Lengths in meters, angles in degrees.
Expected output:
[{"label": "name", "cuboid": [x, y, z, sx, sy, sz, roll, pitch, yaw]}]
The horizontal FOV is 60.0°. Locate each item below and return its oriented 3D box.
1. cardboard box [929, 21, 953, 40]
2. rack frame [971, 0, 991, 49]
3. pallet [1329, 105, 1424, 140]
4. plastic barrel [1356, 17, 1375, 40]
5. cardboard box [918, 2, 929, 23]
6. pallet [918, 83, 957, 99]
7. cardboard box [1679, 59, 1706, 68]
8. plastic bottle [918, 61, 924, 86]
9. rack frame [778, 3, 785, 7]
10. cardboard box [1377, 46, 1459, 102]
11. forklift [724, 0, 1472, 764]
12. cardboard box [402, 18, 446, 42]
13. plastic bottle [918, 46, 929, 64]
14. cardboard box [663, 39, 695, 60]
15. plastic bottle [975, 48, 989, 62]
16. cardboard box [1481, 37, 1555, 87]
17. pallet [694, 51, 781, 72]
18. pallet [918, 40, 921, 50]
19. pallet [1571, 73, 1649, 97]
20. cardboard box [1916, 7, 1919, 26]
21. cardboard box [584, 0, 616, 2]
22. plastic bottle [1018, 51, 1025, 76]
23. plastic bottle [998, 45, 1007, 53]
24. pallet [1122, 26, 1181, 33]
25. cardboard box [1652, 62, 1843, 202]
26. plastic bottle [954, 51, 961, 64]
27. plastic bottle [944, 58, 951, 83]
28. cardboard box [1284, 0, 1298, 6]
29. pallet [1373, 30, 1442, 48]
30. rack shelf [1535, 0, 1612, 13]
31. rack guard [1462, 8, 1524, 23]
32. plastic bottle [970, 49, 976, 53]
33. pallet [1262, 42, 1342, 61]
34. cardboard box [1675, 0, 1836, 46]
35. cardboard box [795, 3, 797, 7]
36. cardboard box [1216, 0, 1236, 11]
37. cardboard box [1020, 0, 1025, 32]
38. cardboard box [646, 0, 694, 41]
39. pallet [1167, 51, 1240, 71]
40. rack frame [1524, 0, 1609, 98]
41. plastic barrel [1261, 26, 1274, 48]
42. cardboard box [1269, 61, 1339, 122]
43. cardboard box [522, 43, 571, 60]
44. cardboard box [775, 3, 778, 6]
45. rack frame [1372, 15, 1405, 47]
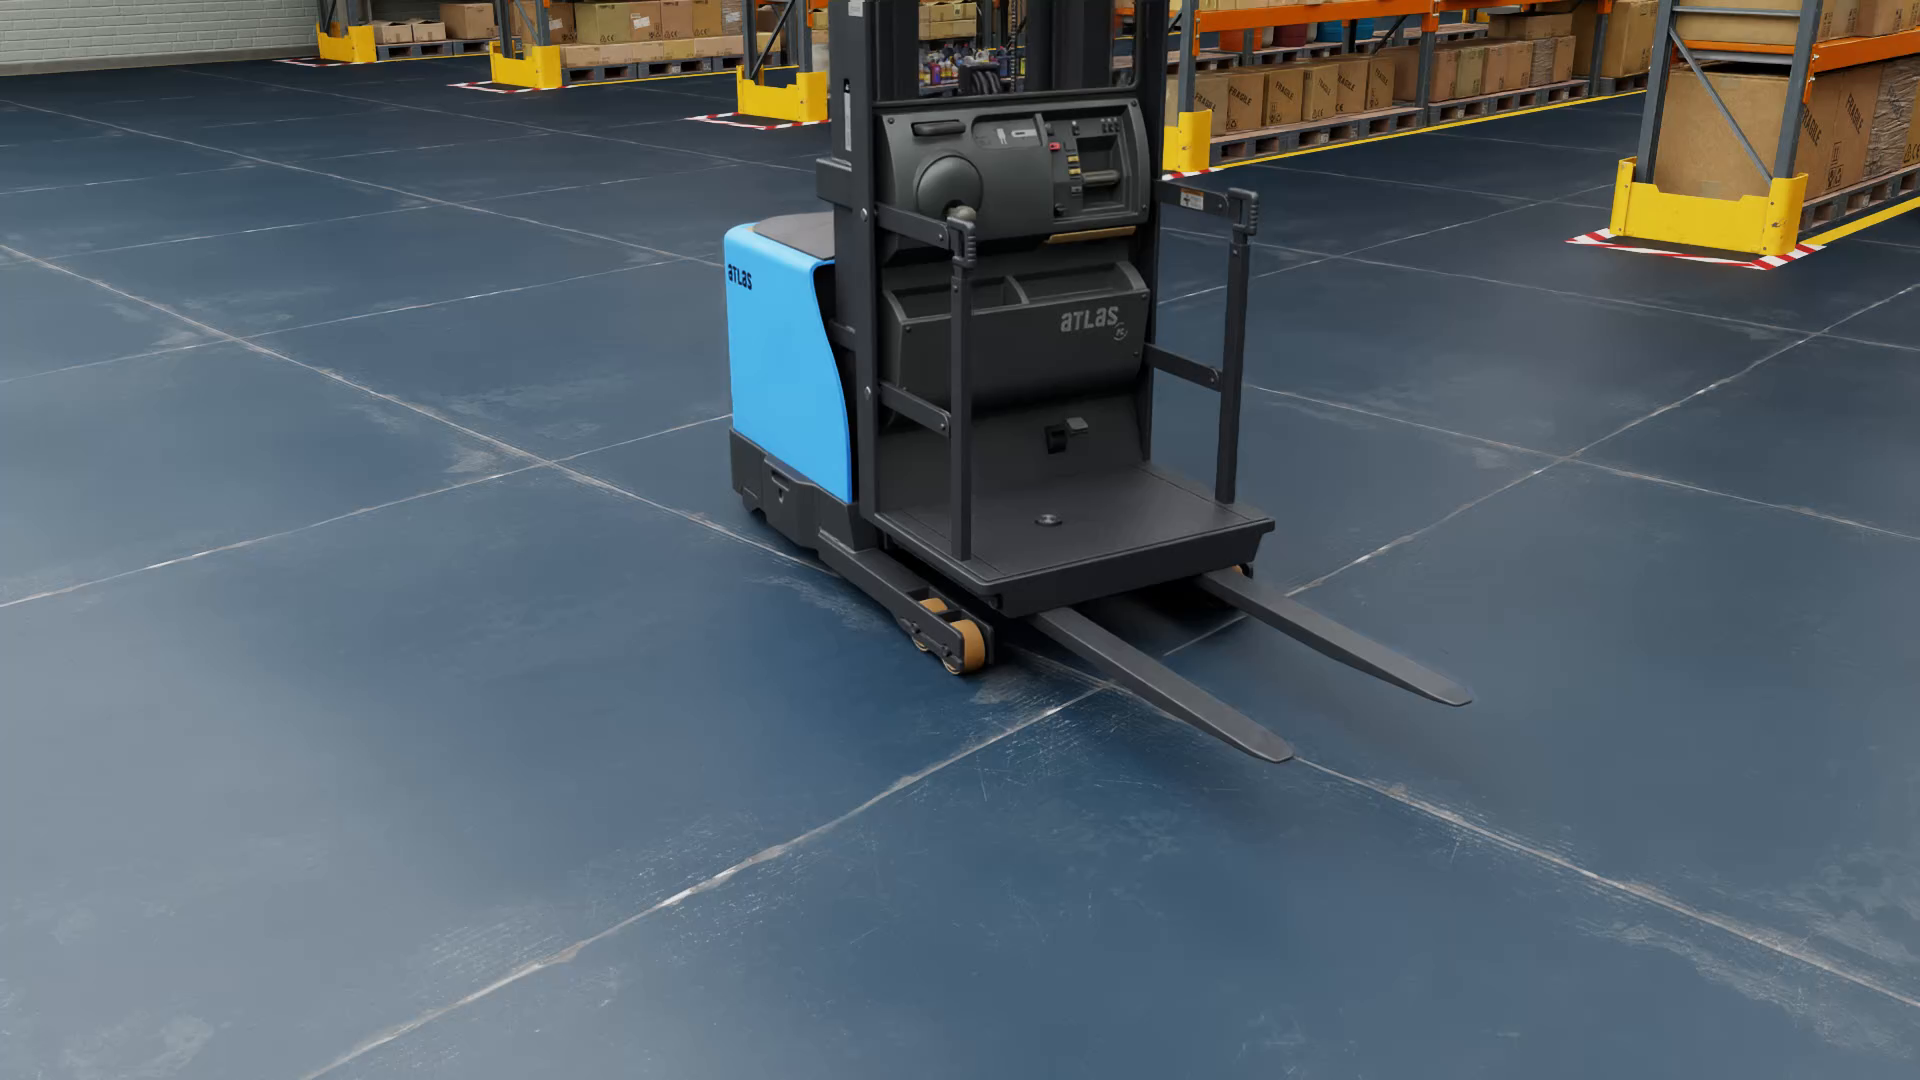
[{"label": "cardboard box", "cuboid": [-0.459, -7.842, 25.542, 0.500, 0.250, 0.500, 19, 28, 40]}, {"label": "rack frame", "cuboid": [0.091, -9.259, 25.982, 1.000, 3.000, 0.127, 19, 28, 41]}, {"label": "pallet", "cuboid": [3.952, -4.267, 16.882, 1.003, 0.211, 1.213, 19, 28, 41]}, {"label": "plastic barrel", "cuboid": [6.036, -8.127, 25.378, 0.600, 0.901, 0.708, 19, 28, 41]}, {"label": "cardboard box", "cuboid": [-0.810, -7.972, 25.101, 0.500, 0.311, 0.500, 19, 28, 40]}, {"label": "pallet", "cuboid": [-0.503, -5.211, 19.337, 1.003, 0.211, 1.213, 19, 28, 41]}, {"label": "cardboard box", "cuboid": [8.921, -6.611, 21.471, 1.225, 0.875, 0.875, 18, 27, 39]}, {"label": "plastic bottle", "cuboid": [-0.456, -5.281, 18.824, 0.097, 0.271, 0.097, 0, 21, 0]}, {"label": "rack frame", "cuboid": [-3.461, -10.498, 29.205, 1.000, 3.000, 0.127, 19, 28, 41]}, {"label": "cardboard box", "cuboid": [4.839, -4.941, 17.620, 0.700, 0.500, 0.500, 17, 27, 37]}, {"label": "forklift", "cuboid": [0.297, -1.149, 4.980, 1.130, 2.935, 3.031, -12, 24, -28]}, {"label": "cardboard box", "cuboid": [-8.097, -7.693, 25.044, 0.500, 0.311, 0.500, -17, 27, -38]}, {"label": "plastic bottle", "cuboid": [-0.442, -5.697, 19.795, 0.144, 0.351, 0.185, 19, 28, 40]}, {"label": "cardboard box", "cuboid": [-3.909, -6.582, 22.266, 0.500, 0.250, 0.500, 19, 28, 41]}, {"label": "plastic bottle", "cuboid": [0.245, -5.589, 19.513, 0.144, 0.351, 0.185, 19, 28, 40]}, {"label": "cardboard box", "cuboid": [6.355, -5.494, 19.058, 0.700, 0.500, 0.500, 16, 26, 36]}, {"label": "pallet", "cuboid": [-3.285, -6.735, 23.303, 1.003, 0.211, 1.213, 19, 28, 41]}, {"label": "pallet", "cuboid": [-1.363, -7.443, 25.145, 1.003, 0.211, 1.213, 19, 28, 41]}, {"label": "pallet", "cuboid": [7.790, -5.661, 20.507, 1.003, 0.211, 1.213, 19, 28, 41]}, {"label": "cardboard box", "cuboid": [6.801, -4.199, 12.608, 0.875, 0.550, 0.550, 19, 28, 41]}, {"label": "cardboard box", "cuboid": [-4.642, -6.938, 22.146, 0.500, 0.500, 0.500, 19, 28, 41]}, {"label": "plastic bottle", "cuboid": [0.747, -5.721, 19.951, 0.133, 0.283, 0.061, -18, 28, -39]}, {"label": "plastic bottle", "cuboid": [0.501, -5.757, 19.951, 0.144, 0.351, 0.185, 19, 28, 41]}, {"label": "pallet", "cuboid": [3.361, -9.161, 29.616, 1.003, 0.211, 1.213, 19, 28, 41]}, {"label": "cardboard box", "cuboid": [5.514, -2.850, 11.684, 0.875, 0.875, 0.875, 19, 28, 41]}, {"label": "plastic bottle", "cuboid": [-0.028, -5.750, 20.044, 0.097, 0.271, 0.097, 0, 21, 0]}, {"label": "plastic bottle", "cuboid": [-0.147, -5.395, 19.120, 0.097, 0.271, 0.097, 0, 21, 0]}, {"label": "cardboard box", "cuboid": [2.842, -4.941, 15.099, 0.380, 0.149, 0.250, 19, 28, 41]}, {"label": "pallet", "cuboid": [6.913, -7.943, 26.447, 1.003, 0.211, 1.213, 19, 28, 41]}, {"label": "rack shelf", "cuboid": [8.581, -6.957, 20.996, 1.077, 0.370, 4.000, 19, 28, 41]}, {"label": "rack guard", "cuboid": [9.225, -8.917, 28.577, 1.175, 0.500, 0.348, 19, 28, 41]}, {"label": "plastic bottle", "cuboid": [0.104, -5.862, 20.327, 0.135, 0.276, 0.152, -19, 28, -40]}, {"label": "pallet", "cuboid": [5.008, -7.242, 24.621, 1.003, 0.211, 1.213, 19, 28, 41]}, {"label": "cardboard box", "cuboid": [5.315, -3.631, 11.132, 0.875, 0.550, 0.550, 19, 28, 41]}, {"label": "cardboard box", "cuboid": [-2.264, -7.716, 24.434, 0.500, 0.311, 0.500, -19, 28, -41]}, {"label": "cardboard box", "cuboid": [2.163, -4.678, 14.414, 0.380, 0.149, 0.250, 19, 28, 41]}, {"label": "cardboard box", "cuboid": [0.974, -8.479, 26.824, 0.500, 0.500, 0.500, 18, 27, 39]}, {"label": "cardboard box", "cuboid": [-3.908, -6.932, 22.131, 0.500, 0.500, 0.500, 19, 28, 41]}, {"label": "pallet", "cuboid": [3.069, -6.527, 22.762, 1.003, 0.211, 1.213, 19, 28, 41]}, {"label": "rack frame", "cuboid": [7.186, -6.778, 19.529, 1.000, 3.000, 0.127, 19, 28, 41]}, {"label": "plastic barrel", "cuboid": [4.296, -7.350, 23.899, 0.421, 0.512, 0.421, 0, 21, 0]}, {"label": "cardboard box", "cuboid": [3.317, -4.358, 16.131, 0.500, 0.500, 0.500, 16, 26, 36]}, {"label": "cardboard box", "cuboid": [-5.328, -6.327, 21.601, 0.500, 0.250, 0.500, 19, 28, 41]}, {"label": "cardboard box", "cuboid": [-2.854, -9.846, 29.922, 0.750, 0.750, 0.750, 19, 28, 40]}, {"label": "rack frame", "cuboid": [6.427, -9.046, 25.429, 1.000, 3.000, 0.127, 19, 28, 41]}]
